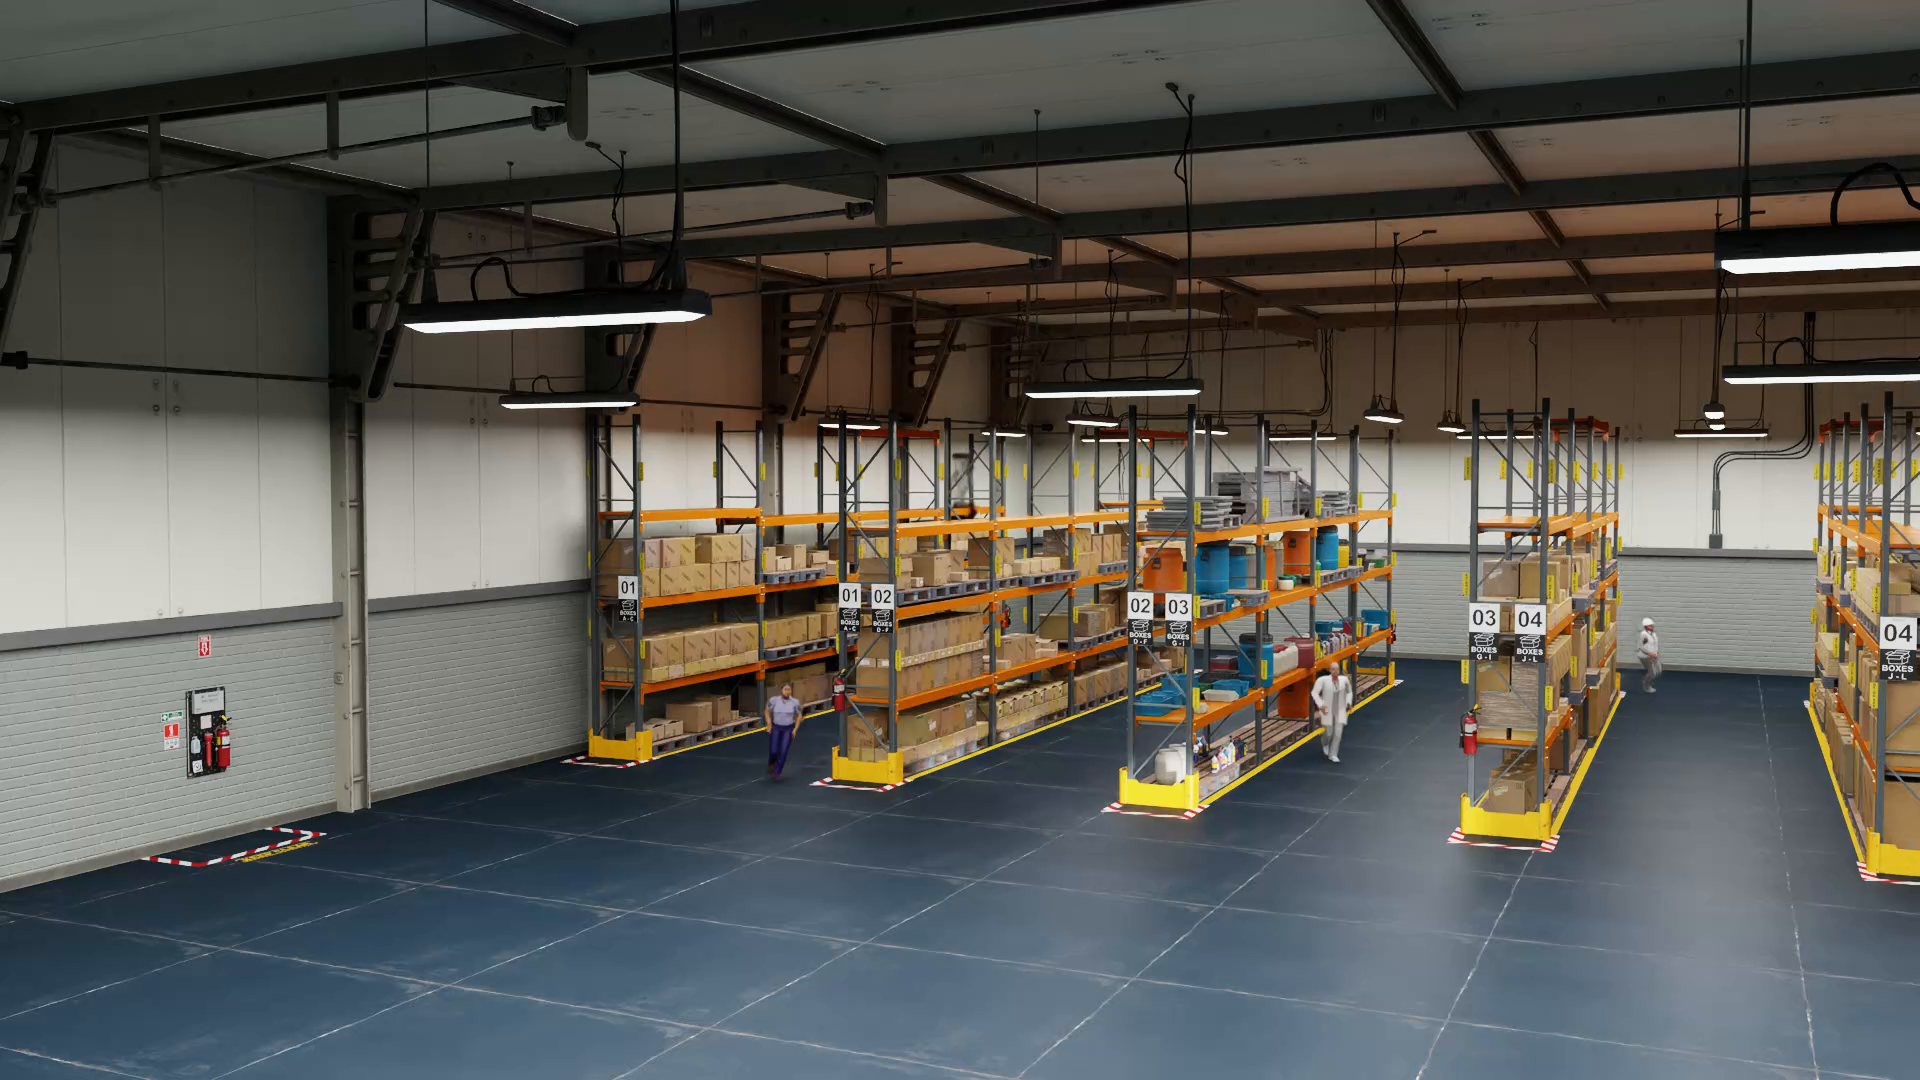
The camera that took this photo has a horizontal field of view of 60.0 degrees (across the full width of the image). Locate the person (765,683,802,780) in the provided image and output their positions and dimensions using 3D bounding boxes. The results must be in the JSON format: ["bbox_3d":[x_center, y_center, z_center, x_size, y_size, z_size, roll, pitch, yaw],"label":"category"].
[{"bbox_3d":[-2.874,3.149,27.092,0.610,1.505,0.515,0,2,-3],"label":"person"}]

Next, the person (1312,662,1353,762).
[{"bbox_3d":[6.436,2.960,28.814,0.711,1.722,0.745,0,2,0],"label":"person"}]

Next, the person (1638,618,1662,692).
[{"bbox_3d":[15.554,2.609,37.576,0.685,1.711,0.487,-2,3,-36],"label":"person"}]
